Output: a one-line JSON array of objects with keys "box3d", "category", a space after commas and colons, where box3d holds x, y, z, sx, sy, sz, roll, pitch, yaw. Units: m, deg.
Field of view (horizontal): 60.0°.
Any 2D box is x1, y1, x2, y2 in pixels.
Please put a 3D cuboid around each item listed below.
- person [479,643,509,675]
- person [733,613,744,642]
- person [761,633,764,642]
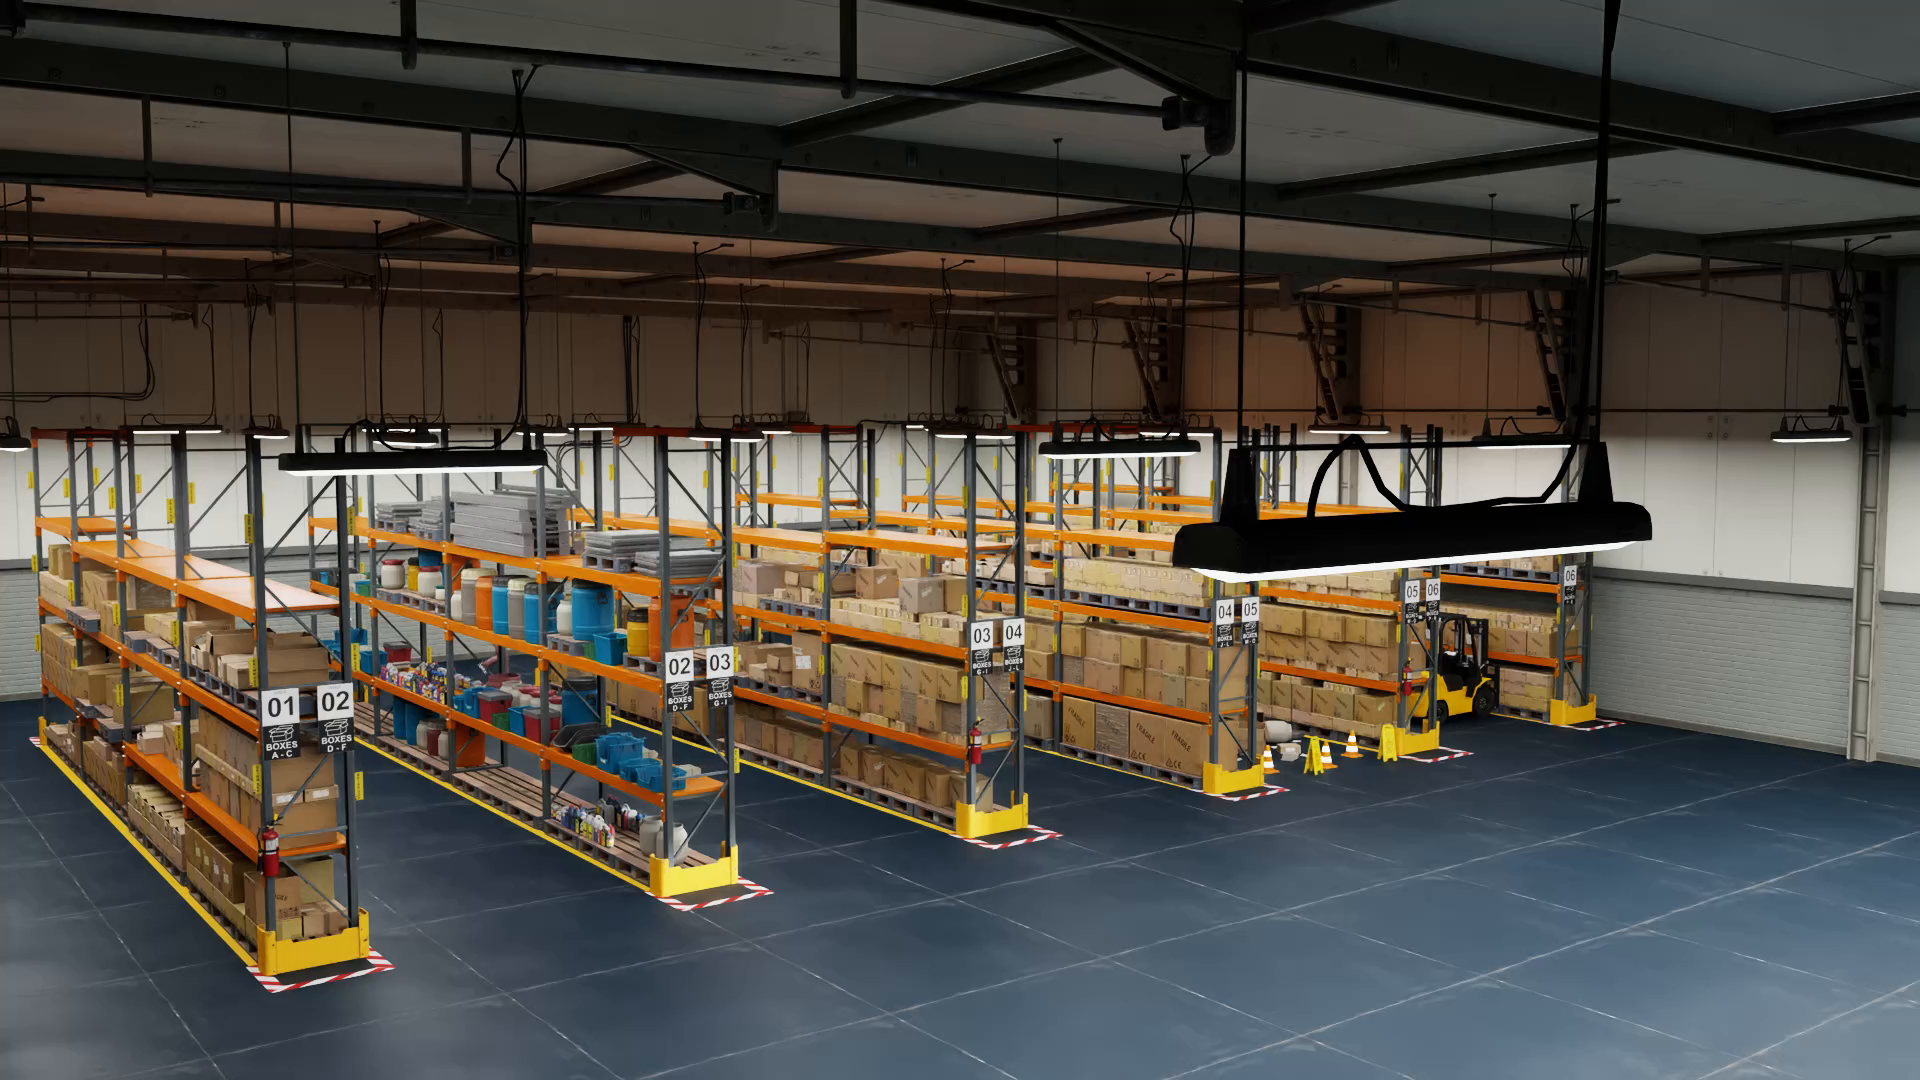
[{"box3d": [-10.932, 2.428, 39.180, 0.802, 1.644, 0.455, -1, 5, -15], "category": "person"}, {"box3d": [-5.711, 2.167, 41.485, 0.502, 1.790, 0.583, -4, 6, -41], "category": "person"}, {"box3d": [-4.117, 2.787, 34.270, 0.568, 1.736, 0.519, -3, 6, -38], "category": "person"}]
